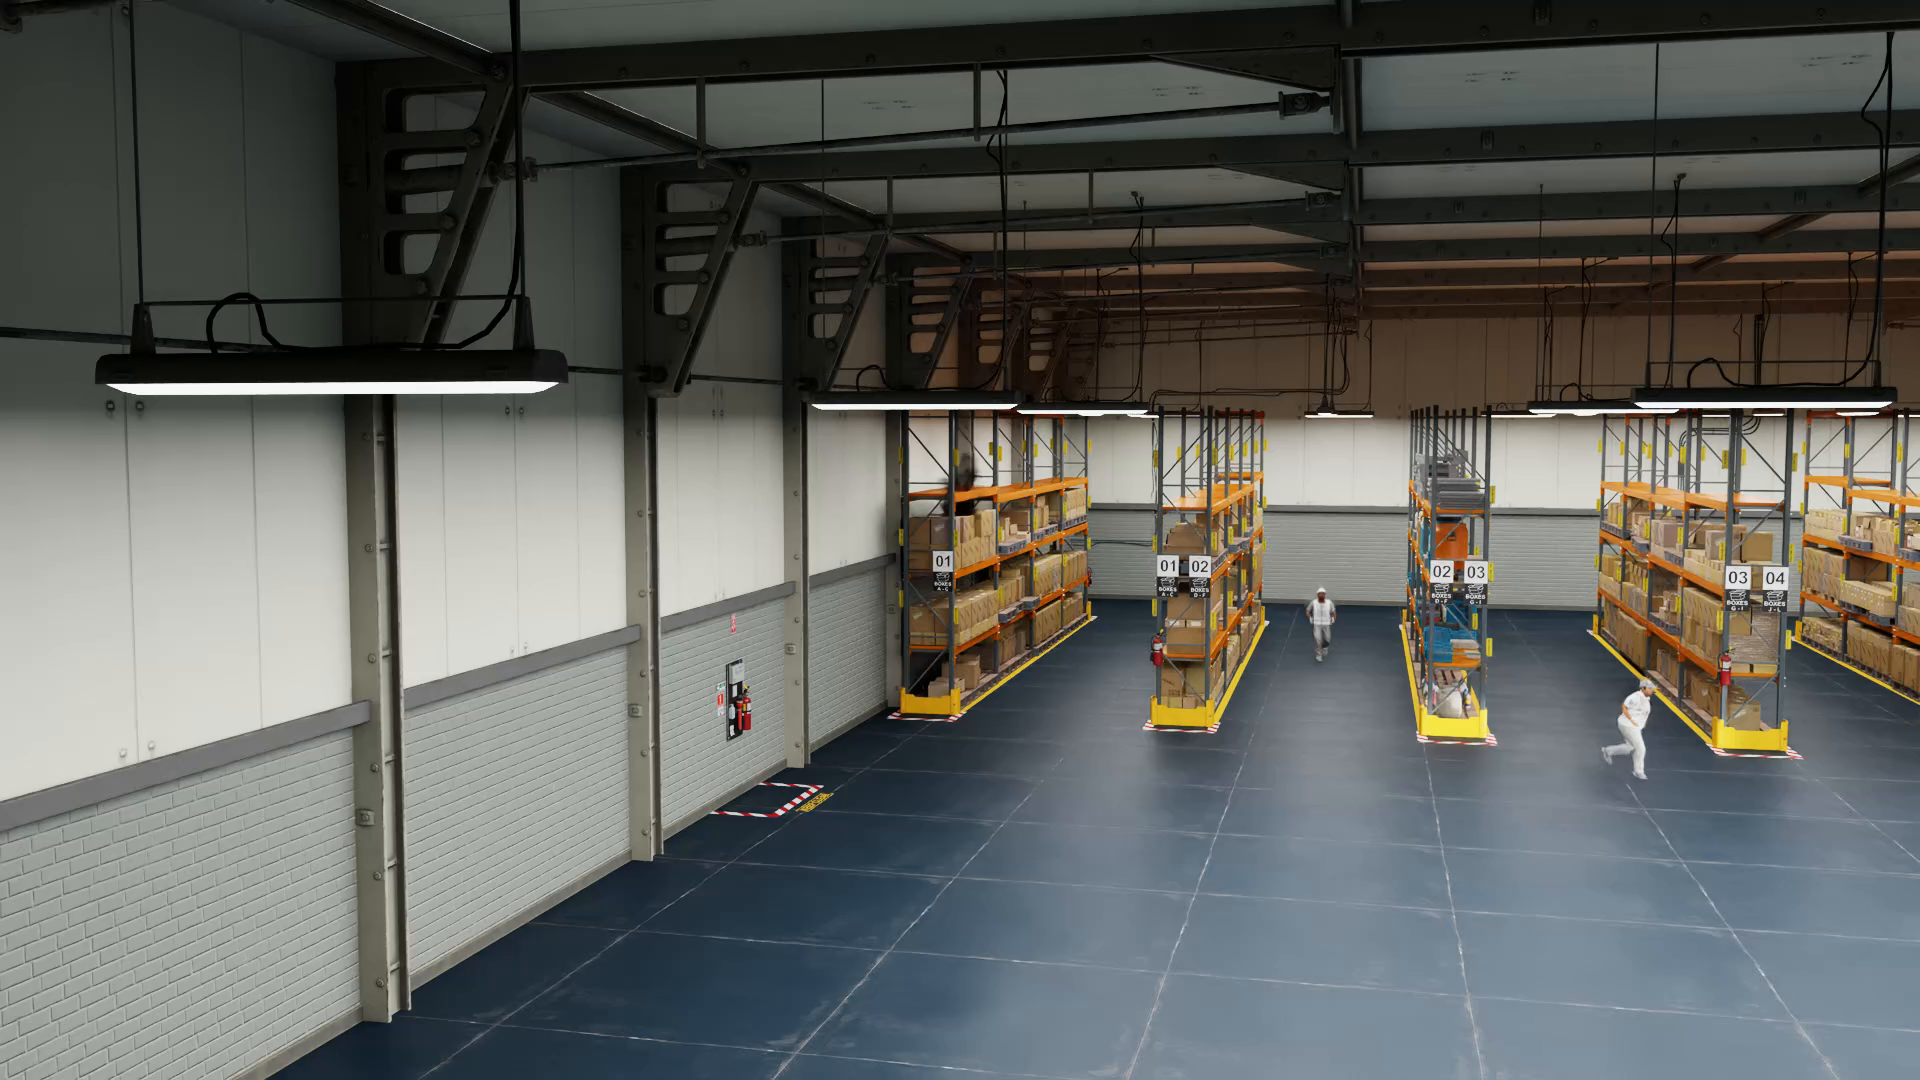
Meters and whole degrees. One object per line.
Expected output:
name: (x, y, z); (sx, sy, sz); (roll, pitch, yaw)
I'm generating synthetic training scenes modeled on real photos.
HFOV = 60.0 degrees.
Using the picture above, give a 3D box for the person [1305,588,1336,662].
person: (8.604, 2.015, 39.656); (0.720, 1.735, 0.643); (0, 4, 6)

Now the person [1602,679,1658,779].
person: (10.761, 3.035, 26.768); (0.598, 1.656, 0.884); (-4, 5, -41)
